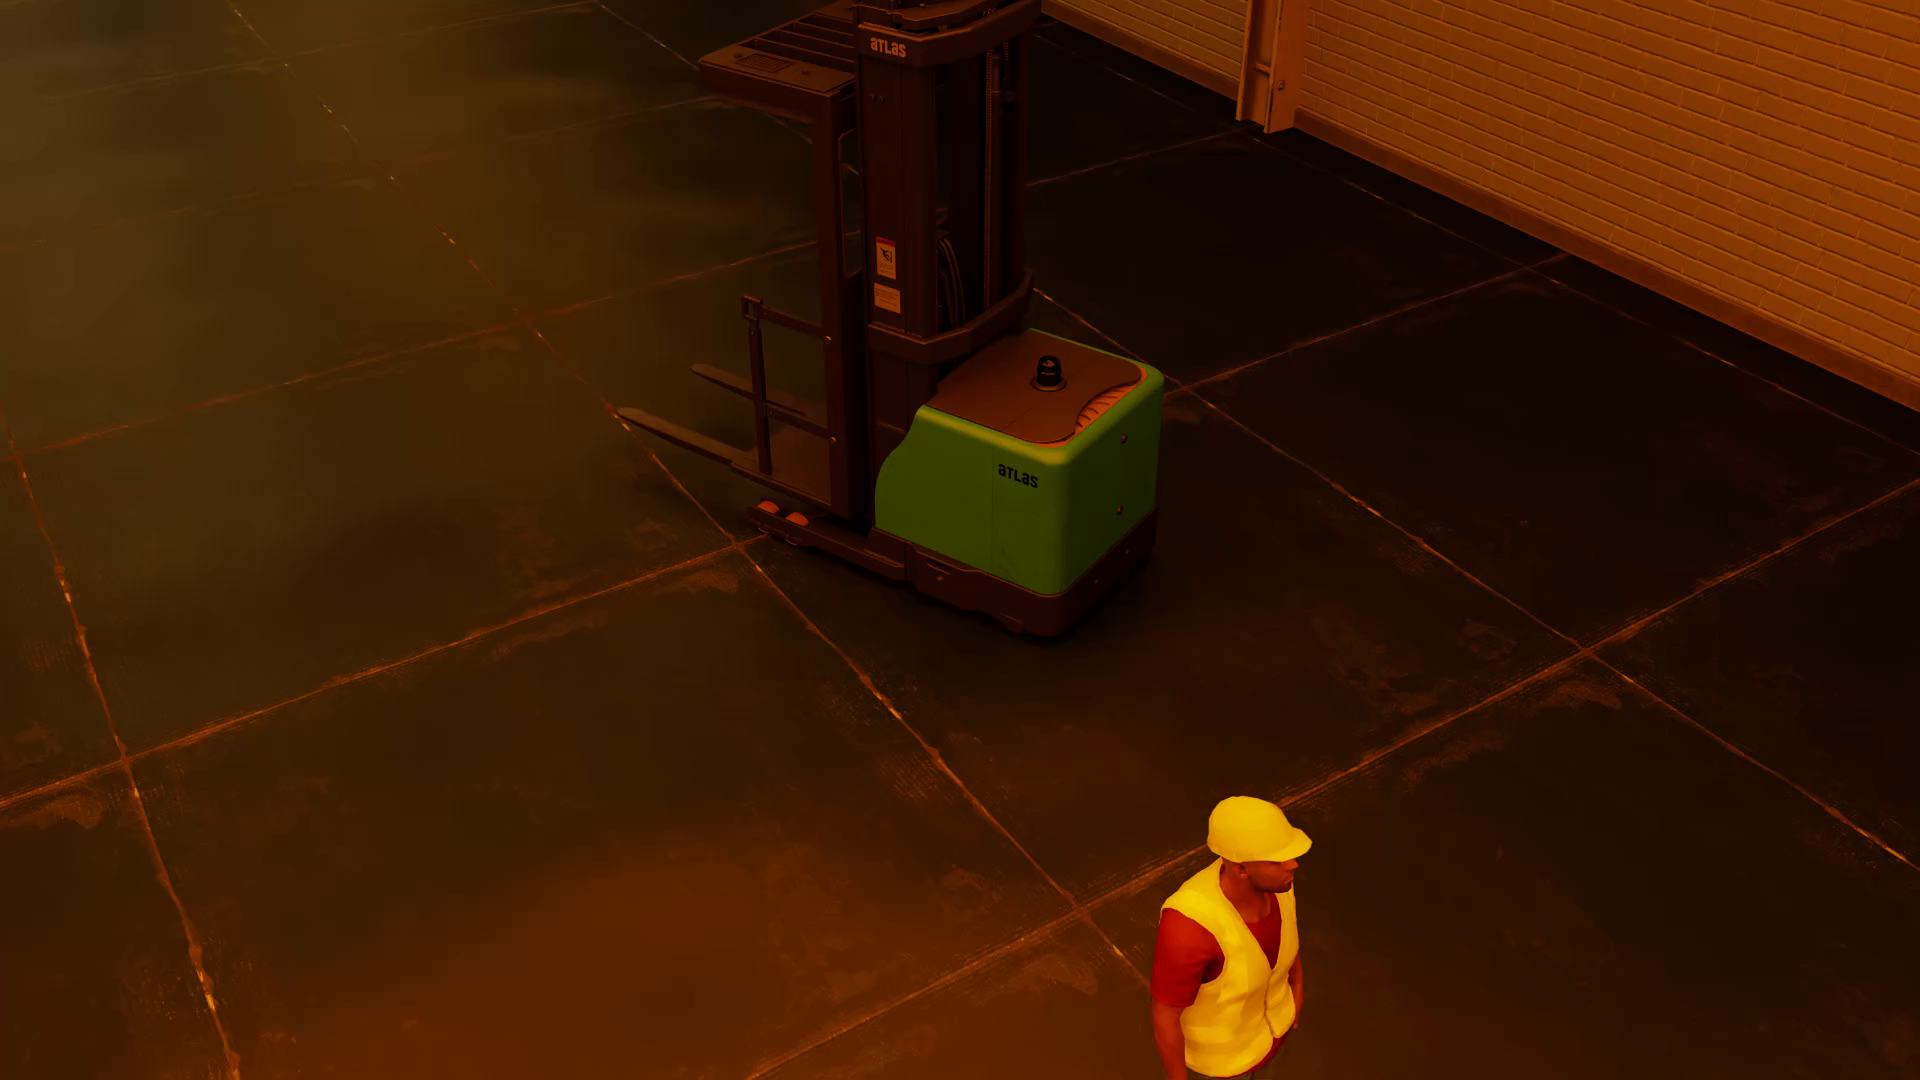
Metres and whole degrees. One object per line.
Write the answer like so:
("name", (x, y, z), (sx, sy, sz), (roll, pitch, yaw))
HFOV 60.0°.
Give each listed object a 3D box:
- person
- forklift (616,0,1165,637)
("person", (0.879, 1.519, 4.987), (0.574, 1.769, 0.665), (27, 43, 33))
("forklift", (-0.500, -1.399, 8.138), (3.031, 2.935, 1.130), (22, 41, 28))
